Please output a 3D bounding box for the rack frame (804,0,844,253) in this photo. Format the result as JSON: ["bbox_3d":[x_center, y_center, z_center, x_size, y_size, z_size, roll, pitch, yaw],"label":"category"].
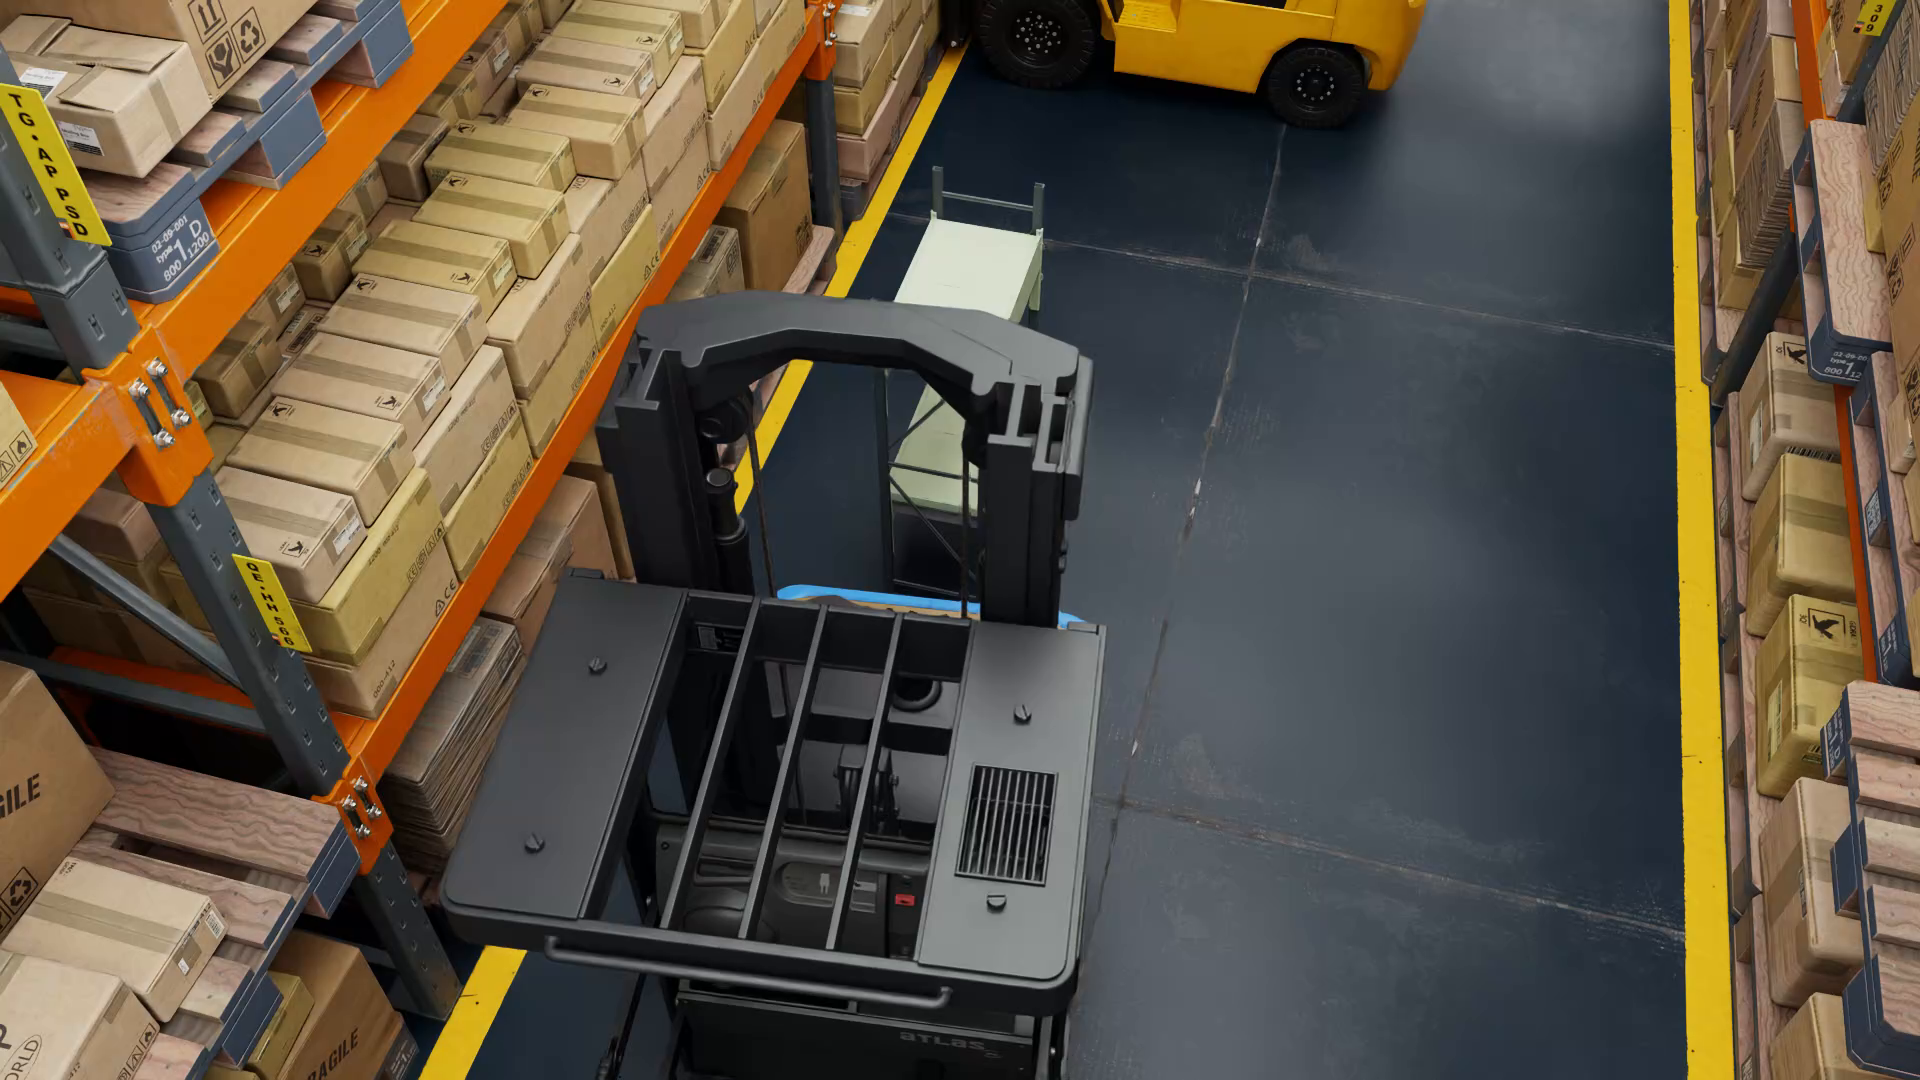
[{"bbox_3d":[-1.053,-2.488,6.864,1.000,3.000,0.127,12,50,10],"label":"rack frame"}]

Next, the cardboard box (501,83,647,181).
[{"bbox_3d":[-1.231,-1.308,5.323,0.380,0.149,0.250,10,49,9],"label":"cardboard box"}]

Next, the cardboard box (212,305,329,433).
[{"bbox_3d":[-2.122,-0.460,4.841,0.500,0.250,0.500,12,50,10],"label":"cardboard box"}]

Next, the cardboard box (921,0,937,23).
[{"bbox_3d":[-0.353,-2.898,8.446,0.500,0.250,0.500,11,50,10],"label":"cardboard box"}]

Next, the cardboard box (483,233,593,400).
[{"bbox_3d":[-1.465,-0.720,5.070,0.500,0.250,0.500,10,49,9],"label":"cardboard box"}]

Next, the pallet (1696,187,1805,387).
[{"bbox_3d":[3.880,-1.081,7.482,1.003,0.211,1.213,12,50,10],"label":"pallet"}]

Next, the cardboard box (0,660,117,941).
[{"bbox_3d":[-2.392,0.575,3.814,0.500,0.500,0.500,14,50,12],"label":"cardboard box"}]

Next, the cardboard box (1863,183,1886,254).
[{"bbox_3d":[3.213,-1.051,5.483,0.380,0.149,0.250,12,50,11],"label":"cardboard box"}]

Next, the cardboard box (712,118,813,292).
[{"bbox_3d":[-1.179,-1.462,7.262,0.875,0.625,0.625,14,50,12],"label":"cardboard box"}]

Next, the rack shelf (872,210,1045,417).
[{"bbox_3d":[0.002,-0.759,5.818,0.431,0.370,0.720,12,50,10],"label":"rack shelf"}]

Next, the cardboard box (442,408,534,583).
[{"bbox_3d":[-1.616,-0.181,4.928,0.500,0.250,0.500,11,49,9],"label":"cardboard box"}]

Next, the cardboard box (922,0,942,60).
[{"bbox_3d":[-0.367,-2.747,8.646,0.500,0.250,0.500,12,50,11],"label":"cardboard box"}]

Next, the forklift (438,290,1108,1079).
[{"bbox_3d":[-0.292,1.014,3.819,1.130,2.935,3.031,6,49,5],"label":"forklift"}]

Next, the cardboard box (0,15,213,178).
[{"bbox_3d":[-1.721,-0.874,3.248,0.380,0.166,0.250,11,50,10],"label":"cardboard box"}]

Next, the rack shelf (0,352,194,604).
[{"bbox_3d":[-2.632,1.097,2.179,1.077,0.370,4.000,12,50,10],"label":"rack shelf"}]

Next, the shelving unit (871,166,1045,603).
[{"bbox_3d":[0.002,-0.501,6.111,0.431,1.500,0.755,12,50,10],"label":"shelving unit"}]

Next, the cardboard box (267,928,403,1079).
[{"bbox_3d":[-2.009,1.442,4.783,0.500,0.500,0.500,13,50,11],"label":"cardboard box"}]

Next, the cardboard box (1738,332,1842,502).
[{"bbox_3d":[3.601,-0.401,6.494,0.950,0.372,0.625,12,50,11],"label":"cardboard box"}]

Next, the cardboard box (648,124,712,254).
[{"bbox_3d":[-1.220,-1.304,5.919,0.500,0.250,0.500,12,50,10],"label":"cardboard box"}]

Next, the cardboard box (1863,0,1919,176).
[{"bbox_3d":[3.337,-1.499,5.446,0.500,0.500,0.500,13,50,11],"label":"cardboard box"}]

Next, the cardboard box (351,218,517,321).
[{"bbox_3d":[-1.532,-0.778,4.856,0.380,0.149,0.250,12,50,10],"label":"cardboard box"}]

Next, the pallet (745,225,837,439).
[{"bbox_3d":[-1.209,-1.025,7.432,1.003,0.211,1.213,12,50,10],"label":"pallet"}]

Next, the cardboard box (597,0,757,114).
[{"bbox_3d":[-1.064,-1.825,6.045,0.500,0.250,0.500,10,49,9],"label":"cardboard box"}]

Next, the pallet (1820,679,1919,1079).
[{"bbox_3d":[2.769,0.909,3.994,1.213,0.211,1.003,12,50,10],"label":"pallet"}]

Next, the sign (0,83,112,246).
[{"bbox_3d":[-1.582,-0.650,2.896,0.100,0.325,0.005,12,50,10],"label":"sign"}]

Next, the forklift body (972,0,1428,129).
[{"bbox_3d":[1.261,-3.369,8.208,2.313,2.155,1.214,12,50,10],"label":"forklift body"}]

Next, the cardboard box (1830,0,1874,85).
[{"bbox_3d":[3.614,-2.013,6.180,0.500,0.500,0.500,10,49,9],"label":"cardboard box"}]

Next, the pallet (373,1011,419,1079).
[{"bbox_3d":[-2.338,1.861,4.886,1.003,0.211,1.213,12,50,10],"label":"pallet"}]

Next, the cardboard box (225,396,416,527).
[{"bbox_3d":[-1.668,-0.208,4.353,0.380,0.149,0.250,13,50,11],"label":"cardboard box"}]

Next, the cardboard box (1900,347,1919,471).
[{"bbox_3d":[2.938,-0.408,4.483,0.500,0.500,0.500,10,49,8],"label":"cardboard box"}]

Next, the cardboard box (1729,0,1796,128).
[{"bbox_3d":[3.899,-2.207,7.670,0.500,0.500,0.500,14,50,12],"label":"cardboard box"}]

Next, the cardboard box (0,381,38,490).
[{"bbox_3d":[-2.006,-0.119,2.872,0.500,0.250,0.500,10,49,9],"label":"cardboard box"}]

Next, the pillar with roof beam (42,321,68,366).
[{"bbox_3d":[1.521,-1.851,2.301,9.100,9.000,0.400,12,50,10],"label":"pillar with roof beam"}]

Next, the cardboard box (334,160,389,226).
[{"bbox_3d":[-2.001,-1.066,5.110,0.380,0.149,0.250,11,49,9],"label":"cardboard box"}]

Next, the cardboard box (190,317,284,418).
[{"bbox_3d":[-2.127,-0.504,4.614,0.380,0.149,0.250,12,50,10],"label":"cardboard box"}]

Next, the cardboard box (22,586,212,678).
[{"bbox_3d":[-2.234,0.079,4.698,0.500,0.250,0.500,11,49,9],"label":"cardboard box"}]

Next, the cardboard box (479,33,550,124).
[{"bbox_3d":[-1.721,-1.557,5.809,0.500,0.250,0.500,10,49,9],"label":"cardboard box"}]

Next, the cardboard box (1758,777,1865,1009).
[{"bbox_3d":[3.029,1.171,5.108,0.950,0.372,0.625,11,49,9],"label":"cardboard box"}]

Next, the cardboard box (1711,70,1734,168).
[{"bbox_3d":[3.902,-1.975,7.965,0.500,0.250,0.500,12,50,11],"label":"cardboard box"}]

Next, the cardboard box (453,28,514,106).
[{"bbox_3d":[-1.739,-1.612,5.592,0.380,0.149,0.250,11,50,10],"label":"cardboard box"}]

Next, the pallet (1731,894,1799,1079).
[{"bbox_3d":[2.891,1.740,4.993,1.003,0.211,1.213,12,50,10],"label":"pallet"}]

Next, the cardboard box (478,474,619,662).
[{"bbox_3d":[-1.764,0.129,5.858,0.875,0.625,0.625,13,50,11],"label":"cardboard box"}]

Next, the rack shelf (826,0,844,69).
[{"bbox_3d":[-0.526,-3.697,8.411,1.077,0.370,4.000,12,50,10],"label":"rack shelf"}]

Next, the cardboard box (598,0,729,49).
[{"bbox_3d":[-1.035,-1.872,5.821,0.380,0.149,0.250,10,49,9],"label":"cardboard box"}]

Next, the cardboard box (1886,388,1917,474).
[{"bbox_3d":[2.917,-0.292,4.814,0.380,0.149,0.250,13,50,11],"label":"cardboard box"}]
